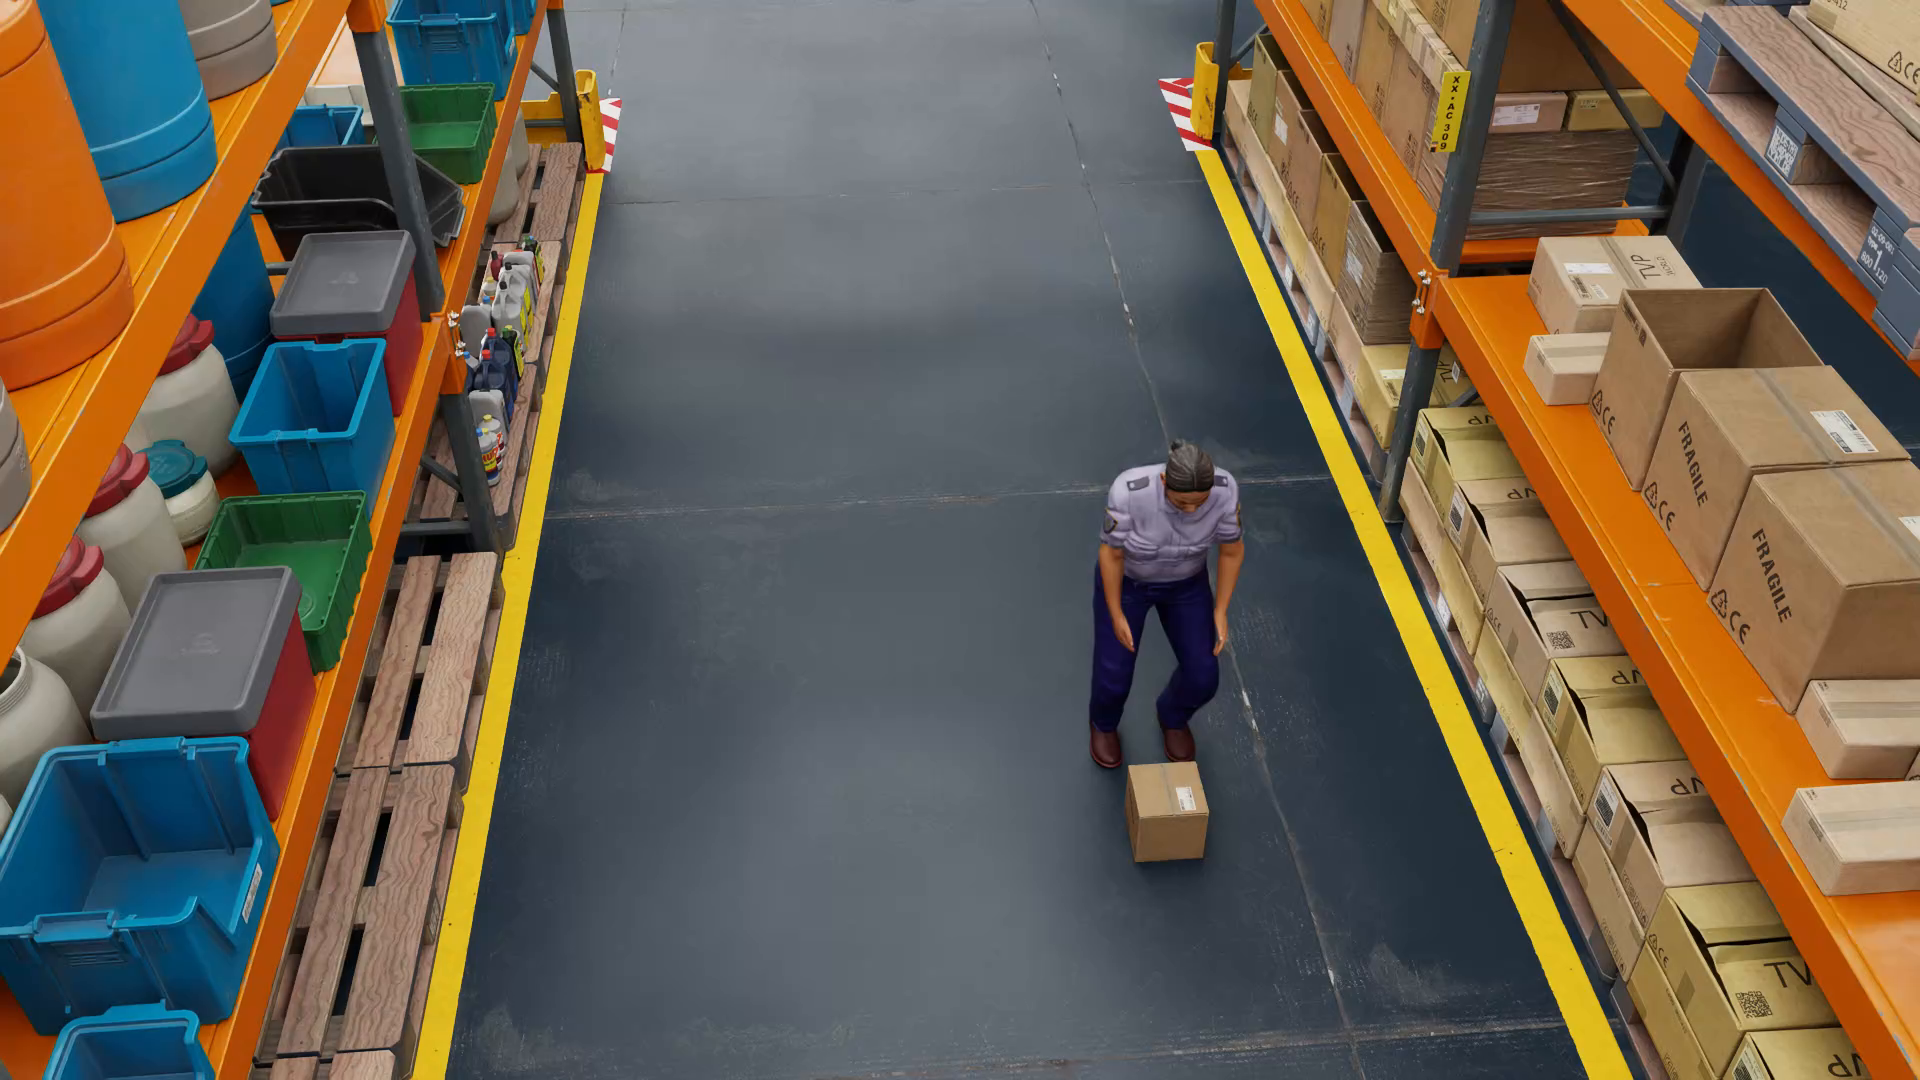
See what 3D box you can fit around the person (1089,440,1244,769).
[{"bbox_3d":[0.741,0.200,6.027,0.519,1.529,0.507,-2,39,-3],"label":"person"}]
